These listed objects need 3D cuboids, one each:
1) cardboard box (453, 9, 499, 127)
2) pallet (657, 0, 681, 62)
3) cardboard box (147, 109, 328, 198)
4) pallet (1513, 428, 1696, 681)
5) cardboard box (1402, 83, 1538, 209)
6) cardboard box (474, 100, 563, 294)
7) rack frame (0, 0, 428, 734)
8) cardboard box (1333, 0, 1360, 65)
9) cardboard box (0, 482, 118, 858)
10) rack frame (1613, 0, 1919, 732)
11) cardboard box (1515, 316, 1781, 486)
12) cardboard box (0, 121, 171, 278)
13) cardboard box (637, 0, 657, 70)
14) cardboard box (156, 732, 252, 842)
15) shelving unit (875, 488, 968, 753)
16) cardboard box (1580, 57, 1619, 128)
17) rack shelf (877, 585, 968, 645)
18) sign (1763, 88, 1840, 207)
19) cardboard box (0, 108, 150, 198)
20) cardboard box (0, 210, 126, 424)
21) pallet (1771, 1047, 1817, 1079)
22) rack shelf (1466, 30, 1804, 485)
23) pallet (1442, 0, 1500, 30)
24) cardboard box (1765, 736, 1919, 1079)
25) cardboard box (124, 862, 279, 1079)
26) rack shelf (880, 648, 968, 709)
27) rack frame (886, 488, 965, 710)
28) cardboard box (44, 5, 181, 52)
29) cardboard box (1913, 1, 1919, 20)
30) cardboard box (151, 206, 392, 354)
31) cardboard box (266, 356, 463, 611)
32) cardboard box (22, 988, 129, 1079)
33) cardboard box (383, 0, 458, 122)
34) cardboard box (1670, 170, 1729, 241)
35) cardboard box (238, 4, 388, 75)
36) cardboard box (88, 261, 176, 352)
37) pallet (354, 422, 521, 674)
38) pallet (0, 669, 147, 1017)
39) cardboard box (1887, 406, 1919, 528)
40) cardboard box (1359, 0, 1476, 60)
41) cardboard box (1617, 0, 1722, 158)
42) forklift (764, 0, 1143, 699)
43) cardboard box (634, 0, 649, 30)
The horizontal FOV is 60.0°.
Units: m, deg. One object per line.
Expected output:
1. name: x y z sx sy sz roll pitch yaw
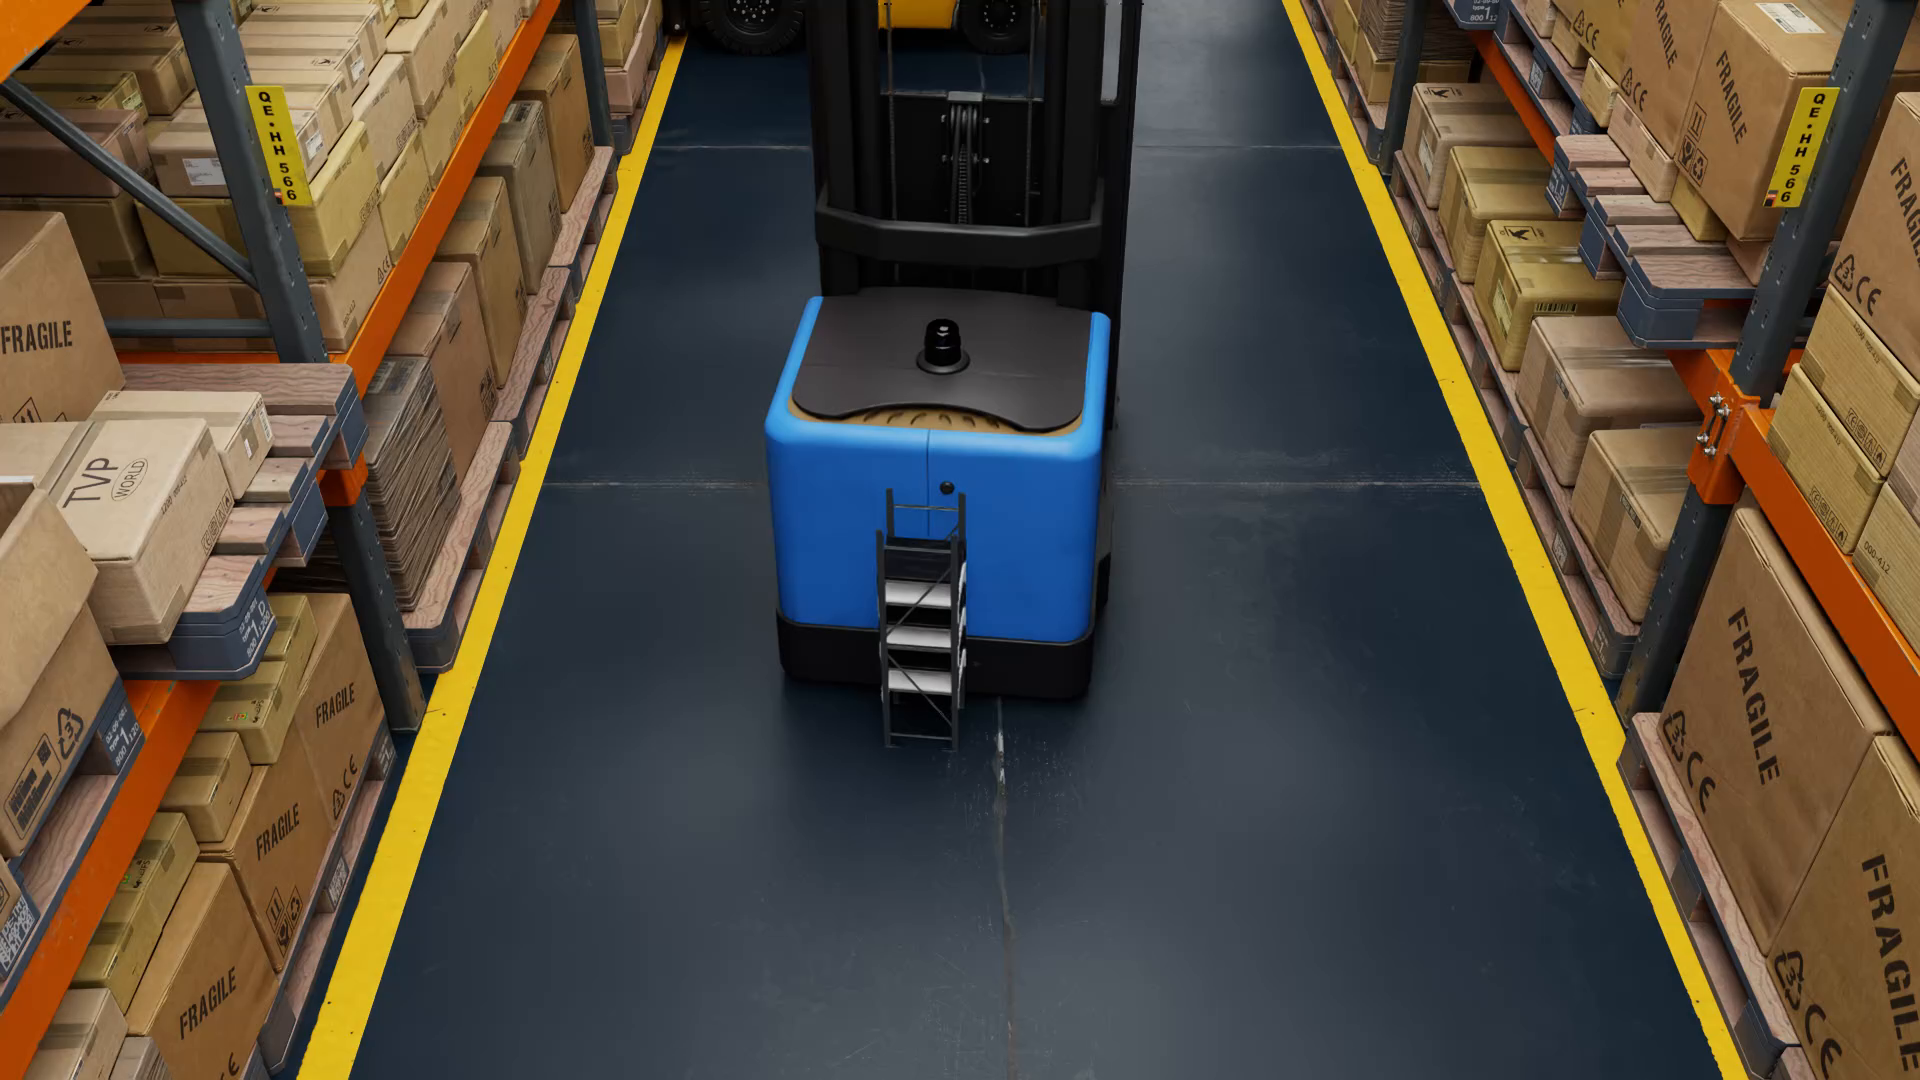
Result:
1. cardboard box: -2.037 -1.755 6.161 0.500 0.250 0.500 1 39 1
2. pallet: -2.247 -3.250 10.137 1.003 0.211 1.213 0 39 0
3. cardboard box: -1.985 -1.066 4.583 0.380 0.149 0.250 1 39 1
4. pallet: 2.685 0.019 6.058 1.003 0.211 1.213 0 39 0
5. cardboard box: 2.683 -1.892 7.978 0.950 0.372 0.625 0 39 1
6. cardboard box: -2.278 -1.502 7.288 0.875 0.625 0.625 0 39 0
7. rack frame: -2.279 -0.575 4.568 1.000 3.000 0.127 0 39 0
8. cardboard box: 2.400 -2.875 9.302 0.500 0.250 0.500 -1 39 -1
9. cardboard box: -2.092 0.242 3.131 0.797 0.503 0.637 -1 39 -1
10. rack frame: 2.685 -0.581 4.576 1.000 3.000 0.127 0 39 0
11. cardboard box: 2.685 -0.534 6.283 0.950 0.372 0.625 -1 39 -1
12. cardboard box: -2.557 -0.992 4.809 0.500 0.250 0.500 1 39 1
13. cardboard box: -1.969 -2.787 9.192 0.500 0.250 0.500 -1 39 -1
14. cardboard box: -2.038 0.628 4.212 0.380 0.149 0.250 -1 39 -2
15. shelving unit: -0.115 0.267 5.197 0.258 0.900 0.210 4 39 5
16. cardboard box: 2.325 -1.506 5.596 0.380 0.149 0.250 1 39 1
17. rack shelf: -0.115 0.223 5.162 0.258 0.077 0.200 4 39 5
18. sign: 2.142 -0.995 4.231 0.100 0.325 0.005 0 39 0
19. cardboard box: -2.482 -1.070 4.588 0.380 0.149 0.250 1 39 1
20. cardboard box: -2.435 -0.456 4.004 0.500 0.500 0.500 2 39 2
21. pallet: 2.609 1.762 3.883 1.003 0.211 1.213 0 39 0
22. rack shelf: 2.682 -1.551 6.361 1.077 0.370 4.000 0 39 0
23. pallet: 2.536 -2.529 7.161 1.003 0.211 1.213 0 39 0
24. cardboard box: 2.599 1.074 3.874 0.875 0.875 0.875 0 39 1
25. cardboard box: -2.070 1.141 4.090 0.500 0.500 0.500 2 39 2
26. rack shelf: -0.115 0.434 5.331 0.258 0.077 0.200 4 39 5
27. rack frame: -0.103 0.204 5.276 0.240 0.900 0.006 4 39 5
28. cardboard box: -2.603 -1.549 5.186 0.380 0.149 0.250 -1 39 -1
29. cardboard box: 2.916 -1.181 4.672 0.500 0.500 0.500 -1 39 -1
30. cardboard box: -2.035 -0.794 4.962 0.500 0.250 0.500 0 39 0
31. cardboard box: -2.266 -0.202 5.666 0.875 0.625 0.625 1 39 1
32. cardboard box: -2.052 1.122 3.596 0.380 0.149 0.250 -2 39 -2
33. cardboard box: -2.017 -1.629 5.605 0.500 0.250 0.500 -1 39 -1
34. cardboard box: 2.376 -1.019 4.988 0.380 0.149 0.250 1 39 1
35. cardboard box: -2.025 -1.557 5.196 0.380 0.149 0.250 0 39 0
36. cardboard box: -2.535 -0.797 4.966 0.500 0.250 0.500 -1 39 -1
37. pallet: -2.241 -0.001 6.083 1.003 0.211 1.213 0 39 0
38. pallet: -2.272 0.716 3.111 1.003 0.211 1.213 0 39 0
39. cardboard box: 2.438 -0.077 3.667 0.500 0.250 0.500 1 39 1
40. cardboard box: 2.411 -2.835 8.653 0.500 0.500 0.500 -1 39 -1
41. cardboard box: 2.395 -1.507 5.078 0.500 0.500 0.500 -1 39 -1
42. forklift: 0.069 -1.534 5.820 1.130 2.935 3.031 4 39 5
43. cardboard box: -1.978 -2.980 9.033 0.500 0.250 0.500 0 39 0
